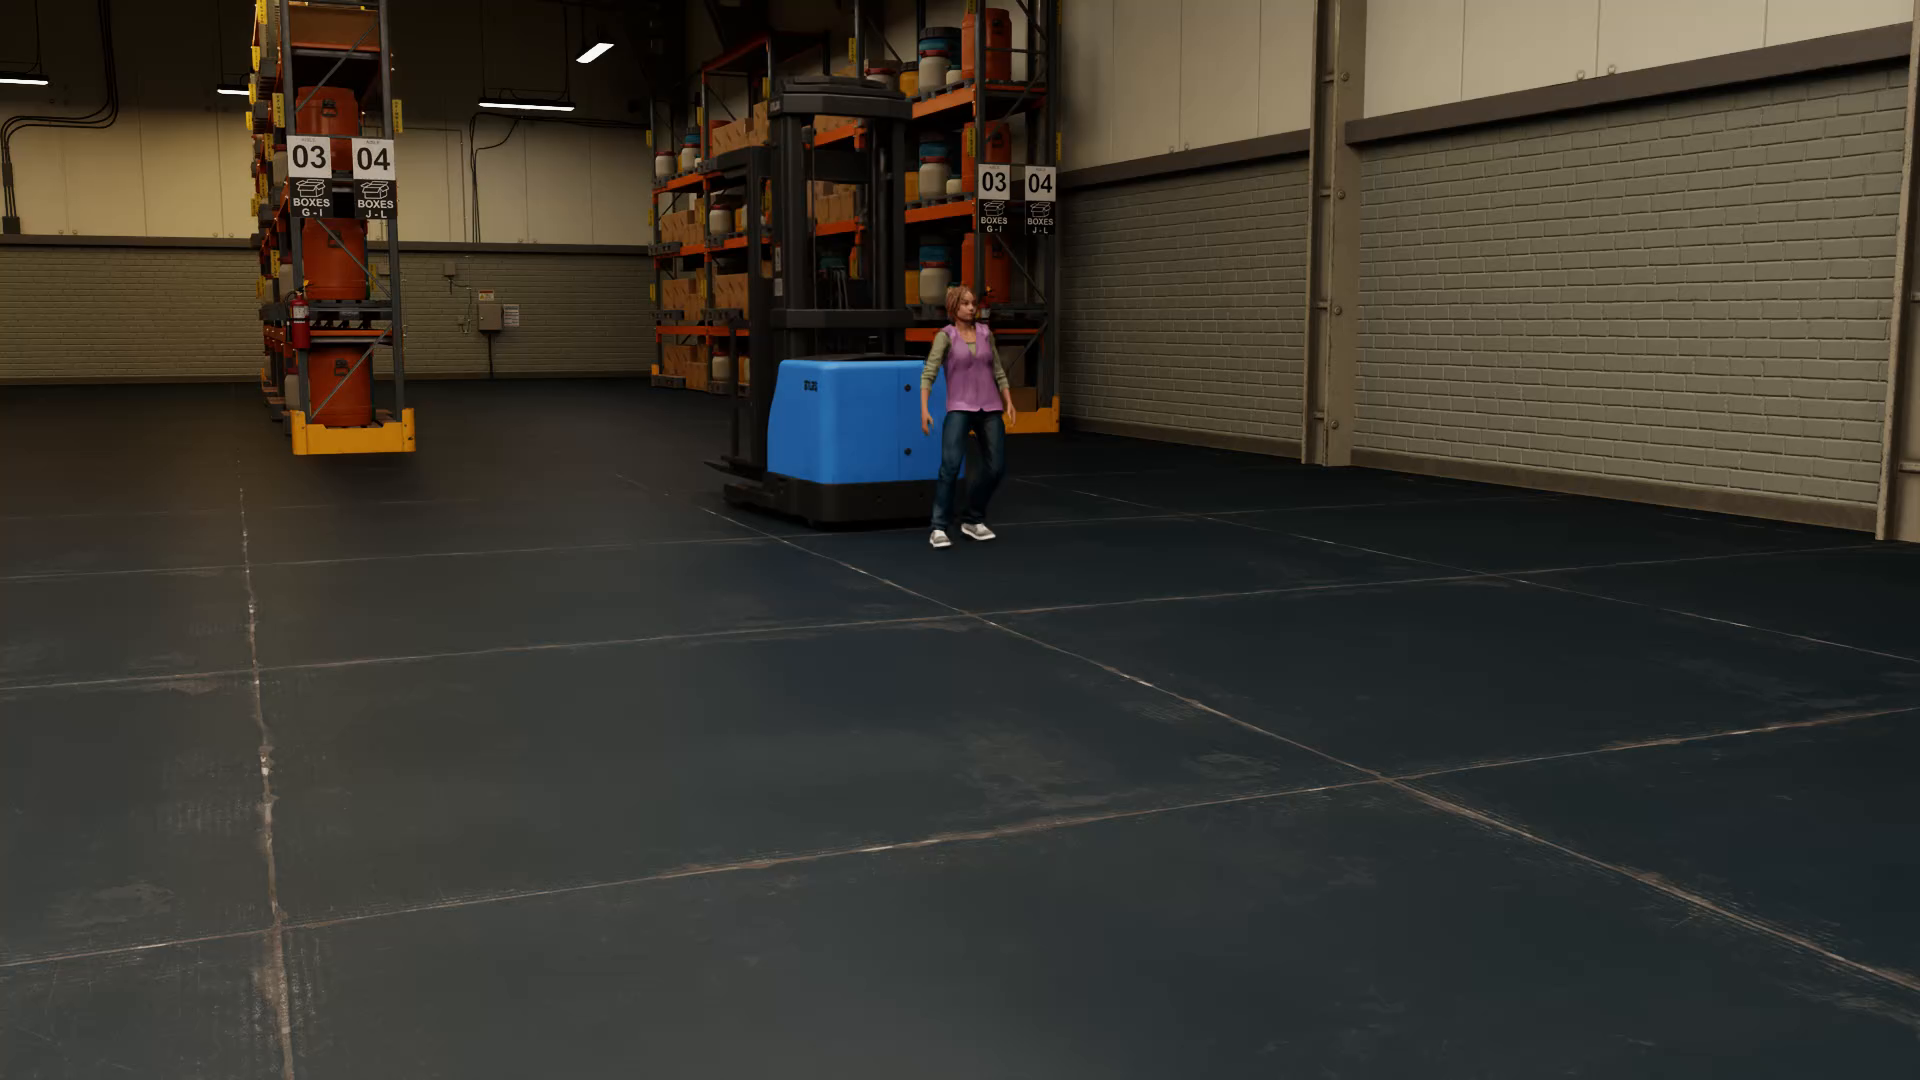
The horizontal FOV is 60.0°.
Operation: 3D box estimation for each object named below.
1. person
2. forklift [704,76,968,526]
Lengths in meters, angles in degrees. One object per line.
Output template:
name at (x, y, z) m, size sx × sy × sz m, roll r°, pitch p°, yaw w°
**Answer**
person at (0.044, -0.740, 9.905) m, size 0.600 × 1.526 × 0.487 m, roll -3°, pitch 8°, yaw -20°
forklift at (-1.056, -1.697, 11.811) m, size 1.130 × 2.935 × 3.031 m, roll -4°, pitch 8°, yaw -26°
